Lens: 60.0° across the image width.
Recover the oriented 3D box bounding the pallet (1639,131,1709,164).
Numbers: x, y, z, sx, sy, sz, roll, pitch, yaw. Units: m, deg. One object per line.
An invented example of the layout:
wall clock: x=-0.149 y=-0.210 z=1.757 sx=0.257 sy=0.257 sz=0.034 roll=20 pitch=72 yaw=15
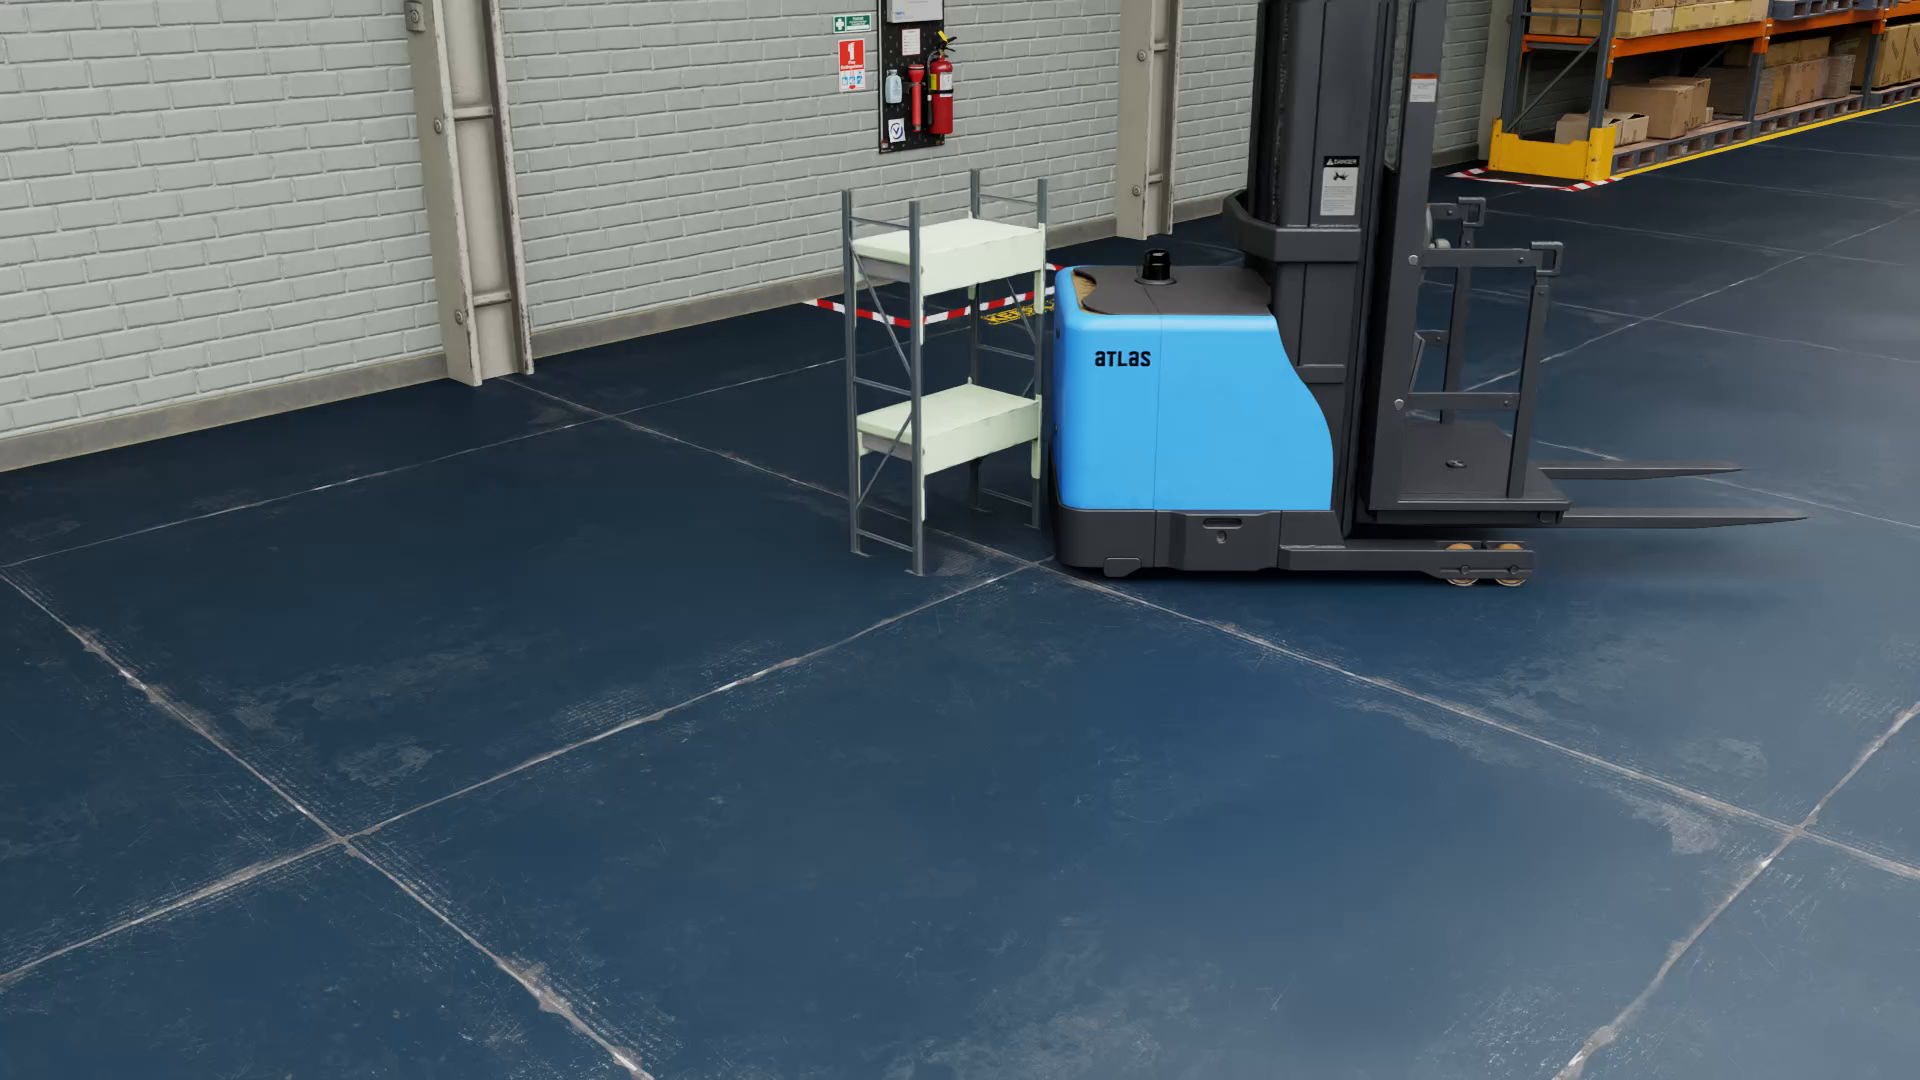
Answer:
pallet: x=7.304 y=-4.268 z=17.885 sx=1.003 sy=0.211 sz=1.213 roll=19 pitch=28 yaw=41

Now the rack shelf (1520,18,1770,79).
rack shelf: x=7.203 y=-5.217 z=17.468 sx=1.077 sy=0.370 sz=4.000 roll=19 pitch=28 yaw=41

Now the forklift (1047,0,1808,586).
forklift: x=1.905 y=-1.376 z=6.570 sx=3.031 sy=2.935 sz=1.130 roll=0 pitch=21 yaw=0

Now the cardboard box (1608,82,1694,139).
cardboard box: x=7.300 y=-4.555 z=17.615 sx=0.700 sy=0.500 sz=0.500 roll=17 pitch=27 yaw=37

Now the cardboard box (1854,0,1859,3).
cardboard box: x=11.784 y=-7.013 z=21.463 sx=0.380 sy=0.149 sz=0.250 roll=19 pitch=28 yaw=40

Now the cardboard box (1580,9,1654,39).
cardboard box: x=6.375 y=-5.024 z=16.145 sx=0.500 sy=0.250 sz=0.500 roll=18 pitch=28 yaw=39

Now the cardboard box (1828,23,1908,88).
cardboard box: x=11.995 y=-6.443 z=22.069 sx=0.750 sy=0.750 sz=0.750 roll=19 pitch=28 yaw=40

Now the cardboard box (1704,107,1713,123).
cardboard box: x=8.246 y=-4.804 z=18.729 sx=0.380 sy=0.166 sz=0.250 roll=15 pitch=26 yaw=34

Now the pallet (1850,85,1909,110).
pallet: x=11.992 y=-5.977 z=22.330 sx=1.003 sy=0.211 sz=1.213 roll=19 pitch=28 yaw=41

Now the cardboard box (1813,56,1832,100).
cardboard box: x=10.481 y=-5.832 z=20.937 sx=0.700 sy=0.500 sz=0.500 roll=19 pitch=28 yaw=41

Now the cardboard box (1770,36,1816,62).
cardboard box: x=10.126 y=-6.021 z=20.384 sx=0.500 sy=0.250 sz=0.500 roll=19 pitch=28 yaw=40

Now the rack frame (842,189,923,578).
rack frame: x=-0.303 y=-0.600 z=6.544 sx=0.400 sy=1.500 sz=0.023 roll=19 pitch=28 yaw=40

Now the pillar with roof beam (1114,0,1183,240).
pillar with roof beam: x=4.575 y=-5.615 z=9.141 sx=9.100 sy=9.000 sz=0.400 roll=19 pitch=28 yaw=41

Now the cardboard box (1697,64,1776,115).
cardboard box: x=9.099 y=-5.298 z=19.549 sx=0.500 sy=0.500 sz=0.700 roll=-19 pitch=28 yaw=-40

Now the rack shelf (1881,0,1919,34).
rack shelf: x=12.784 y=-7.273 z=22.819 sx=1.077 sy=0.370 sz=4.000 roll=19 pitch=28 yaw=41

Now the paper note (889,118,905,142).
paper note: x=-0.434 y=-2.827 z=11.477 sx=0.016 sy=0.148 sz=0.142 roll=19 pitch=28 yaw=41

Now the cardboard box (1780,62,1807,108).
cardboard box: x=9.809 y=-5.565 z=20.243 sx=0.700 sy=0.500 sz=0.500 roll=20 pitch=28 yaw=41

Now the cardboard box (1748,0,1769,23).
cardboard box: x=8.485 y=-5.808 z=18.186 sx=0.500 sy=0.250 sz=0.500 roll=19 pitch=28 yaw=41

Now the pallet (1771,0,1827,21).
pallet: x=9.235 y=-6.137 z=19.128 sx=1.003 sy=0.211 sz=1.213 roll=19 pitch=28 yaw=41

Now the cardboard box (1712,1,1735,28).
cardboard box: x=7.791 y=-5.549 z=17.512 sx=0.500 sy=0.250 sz=0.500 roll=19 pitch=28 yaw=40

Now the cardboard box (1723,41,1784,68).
cardboard box: x=9.404 y=-5.762 z=19.712 sx=0.500 sy=0.250 sz=0.500 roll=19 pitch=28 yaw=40

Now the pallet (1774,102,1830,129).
pallet: x=9.991 y=-5.280 z=20.519 sx=1.003 sy=0.211 sz=1.213 roll=19 pitch=28 yaw=41

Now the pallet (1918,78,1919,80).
pallet: x=13.694 y=-6.604 z=23.962 sx=1.003 sy=0.211 sz=1.213 roll=19 pitch=28 yaw=41

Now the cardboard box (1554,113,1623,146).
cardboard box: x=6.355 y=-4.144 z=16.809 sx=0.500 sy=0.311 sz=0.500 roll=15 pitch=26 yaw=35

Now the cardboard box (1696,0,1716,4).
cardboard box: x=7.424 y=-5.767 z=17.033 sx=0.500 sy=0.500 sz=0.500 roll=-19 pitch=28 yaw=-40

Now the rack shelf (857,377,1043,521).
rack shelf: x=-0.053 y=-0.391 z=6.910 sx=0.431 sy=0.370 sz=0.720 roll=19 pitch=28 yaw=40

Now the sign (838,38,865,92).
sign: x=-0.720 y=-3.167 z=11.084 sx=0.001 sy=0.329 sz=0.234 roll=19 pitch=28 yaw=41

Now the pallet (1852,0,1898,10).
pallet: x=10.968 y=-6.795 z=20.840 sx=1.213 sy=0.211 sz=1.003 roll=19 pitch=28 yaw=41

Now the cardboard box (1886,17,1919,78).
cardboard box: x=13.201 y=-6.887 z=23.222 sx=0.750 sy=0.750 sz=0.750 roll=-19 pitch=28 yaw=-40

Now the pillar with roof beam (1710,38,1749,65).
pillar with roof beam: x=12.946 y=-8.700 z=17.166 sx=9.100 sy=9.000 sz=0.400 roll=19 pitch=28 yaw=41

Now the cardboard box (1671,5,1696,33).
cardboard box: x=7.087 y=-5.290 z=16.838 sx=0.500 sy=0.250 sz=0.500 roll=19 pitch=28 yaw=40

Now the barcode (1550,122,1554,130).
barcode: x=6.081 y=-4.253 z=17.080 sx=0.001 sy=0.075 sz=0.075 roll=19 pitch=28 yaw=41

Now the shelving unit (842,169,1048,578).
shelving unit: x=-0.053 y=-0.695 z=6.793 sx=0.431 sy=1.500 sz=0.755 roll=19 pitch=28 yaw=40

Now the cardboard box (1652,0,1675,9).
cardboard box: x=6.708 y=-5.500 z=16.338 sx=0.500 sy=0.500 sz=0.500 roll=19 pitch=28 yaw=41

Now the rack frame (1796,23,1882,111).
rack frame: x=11.388 y=-7.095 z=21.352 sx=1.000 sy=3.000 sz=0.127 roll=19 pitch=28 yaw=41
